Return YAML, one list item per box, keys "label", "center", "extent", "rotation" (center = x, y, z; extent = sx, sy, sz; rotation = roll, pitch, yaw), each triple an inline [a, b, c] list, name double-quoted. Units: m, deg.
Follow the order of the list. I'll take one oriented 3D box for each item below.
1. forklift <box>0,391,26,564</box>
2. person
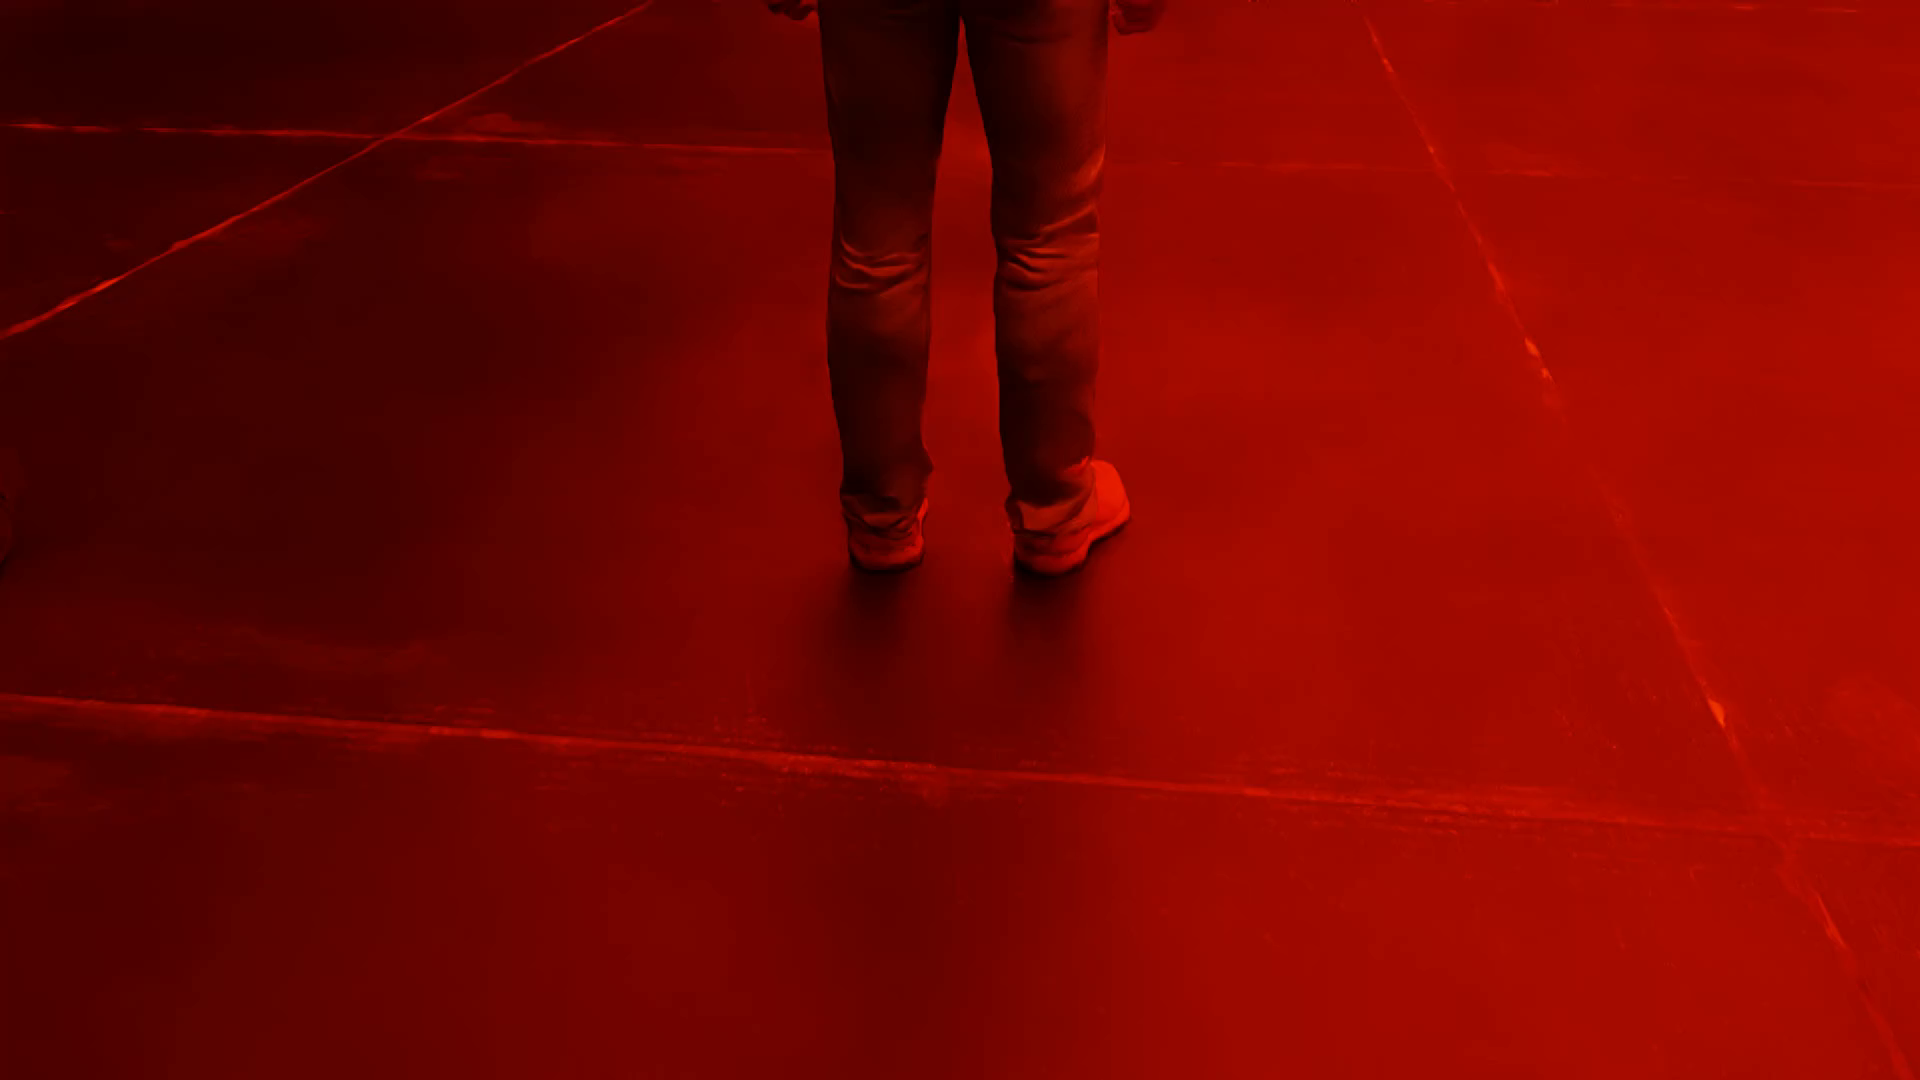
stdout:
- label: "forklift"
  center: [-1.722, -0.851, 1.021]
  extent: [1.129, 2.843, 1.939]
  rotation: [-6, 27, -11]
- label: "person"
  center: [0.001, -0.797, 2.117]
  extent: [0.559, 1.771, 0.366]
  rotation: [3, 27, 7]
